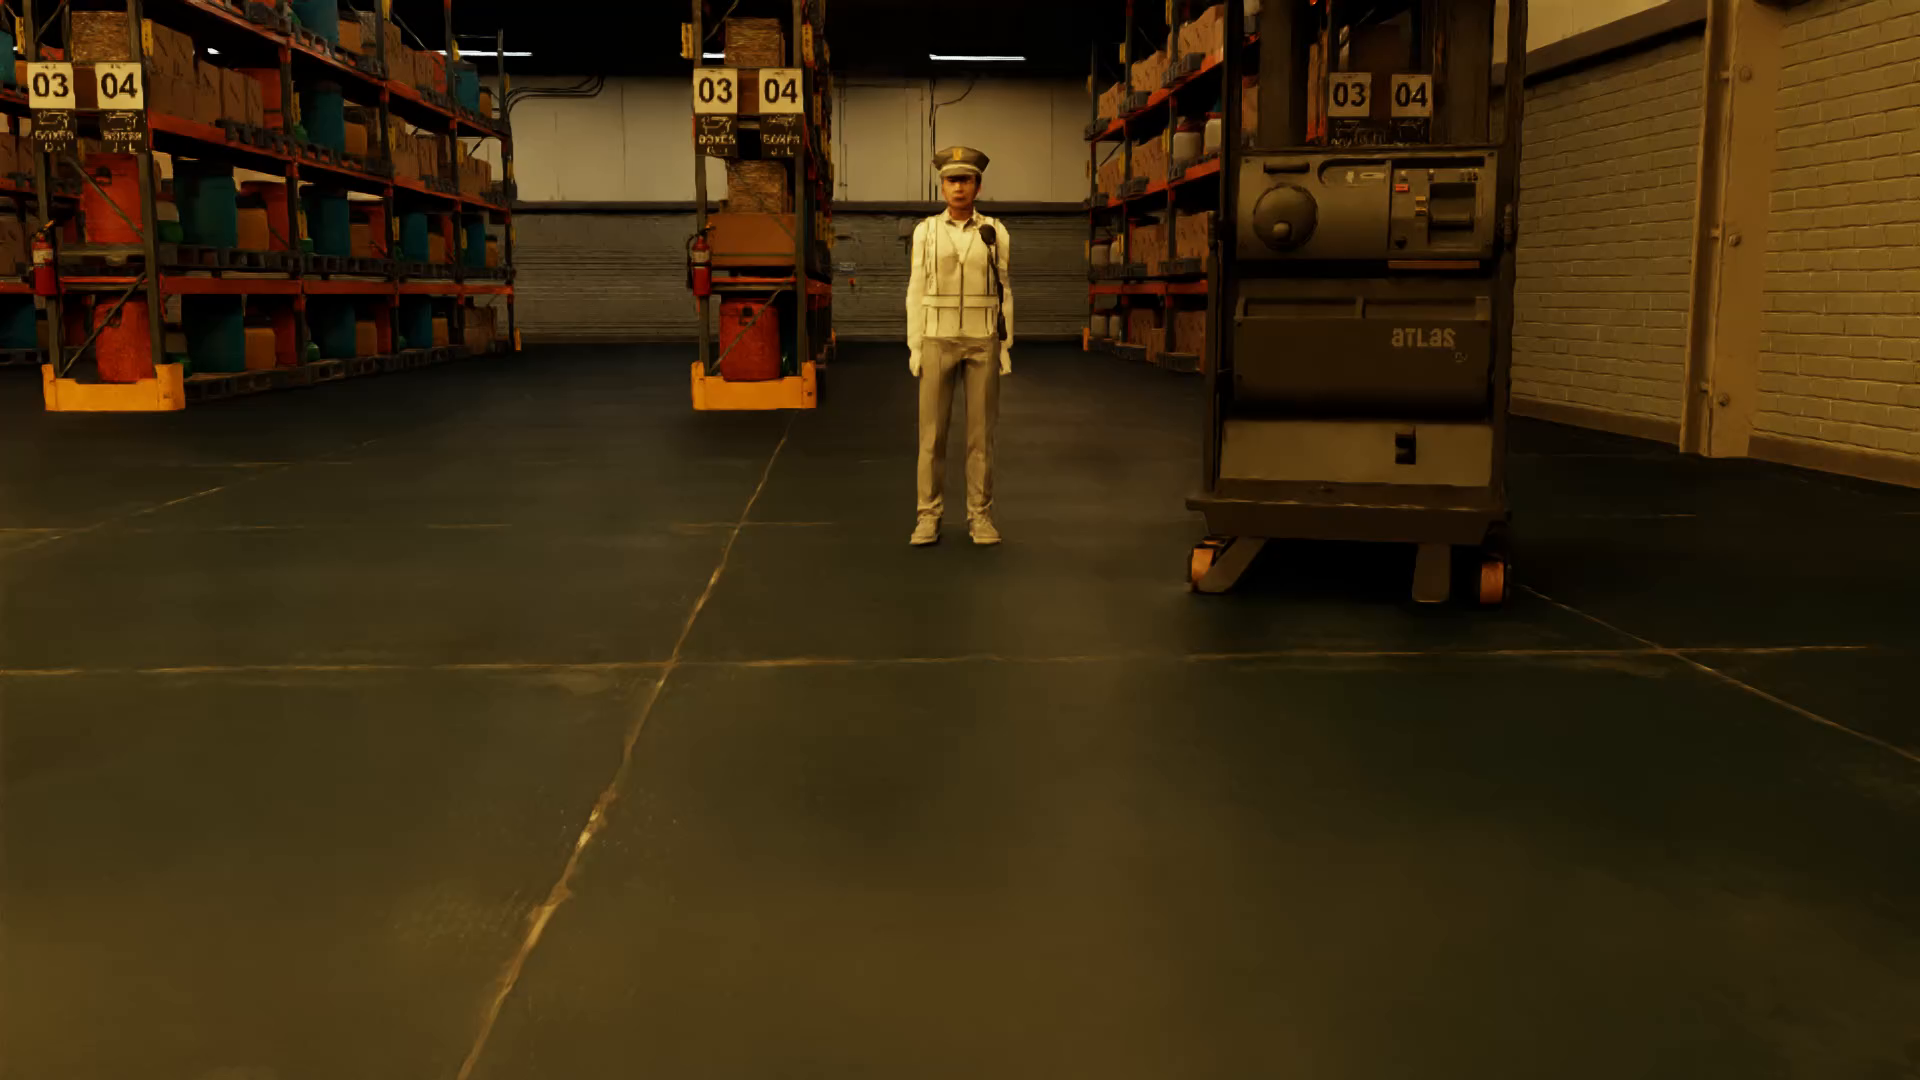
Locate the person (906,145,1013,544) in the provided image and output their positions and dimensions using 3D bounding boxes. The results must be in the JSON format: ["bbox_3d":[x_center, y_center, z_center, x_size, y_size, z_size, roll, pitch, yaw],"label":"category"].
[{"bbox_3d":[0.002,-0.832,7.171,0.463,1.692,0.337,-1,8,-4],"label":"person"}]

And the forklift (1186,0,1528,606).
[{"bbox_3d":[1.447,-1.283,5.971,1.130,2.935,3.031,2,9,16],"label":"forklift"}]
